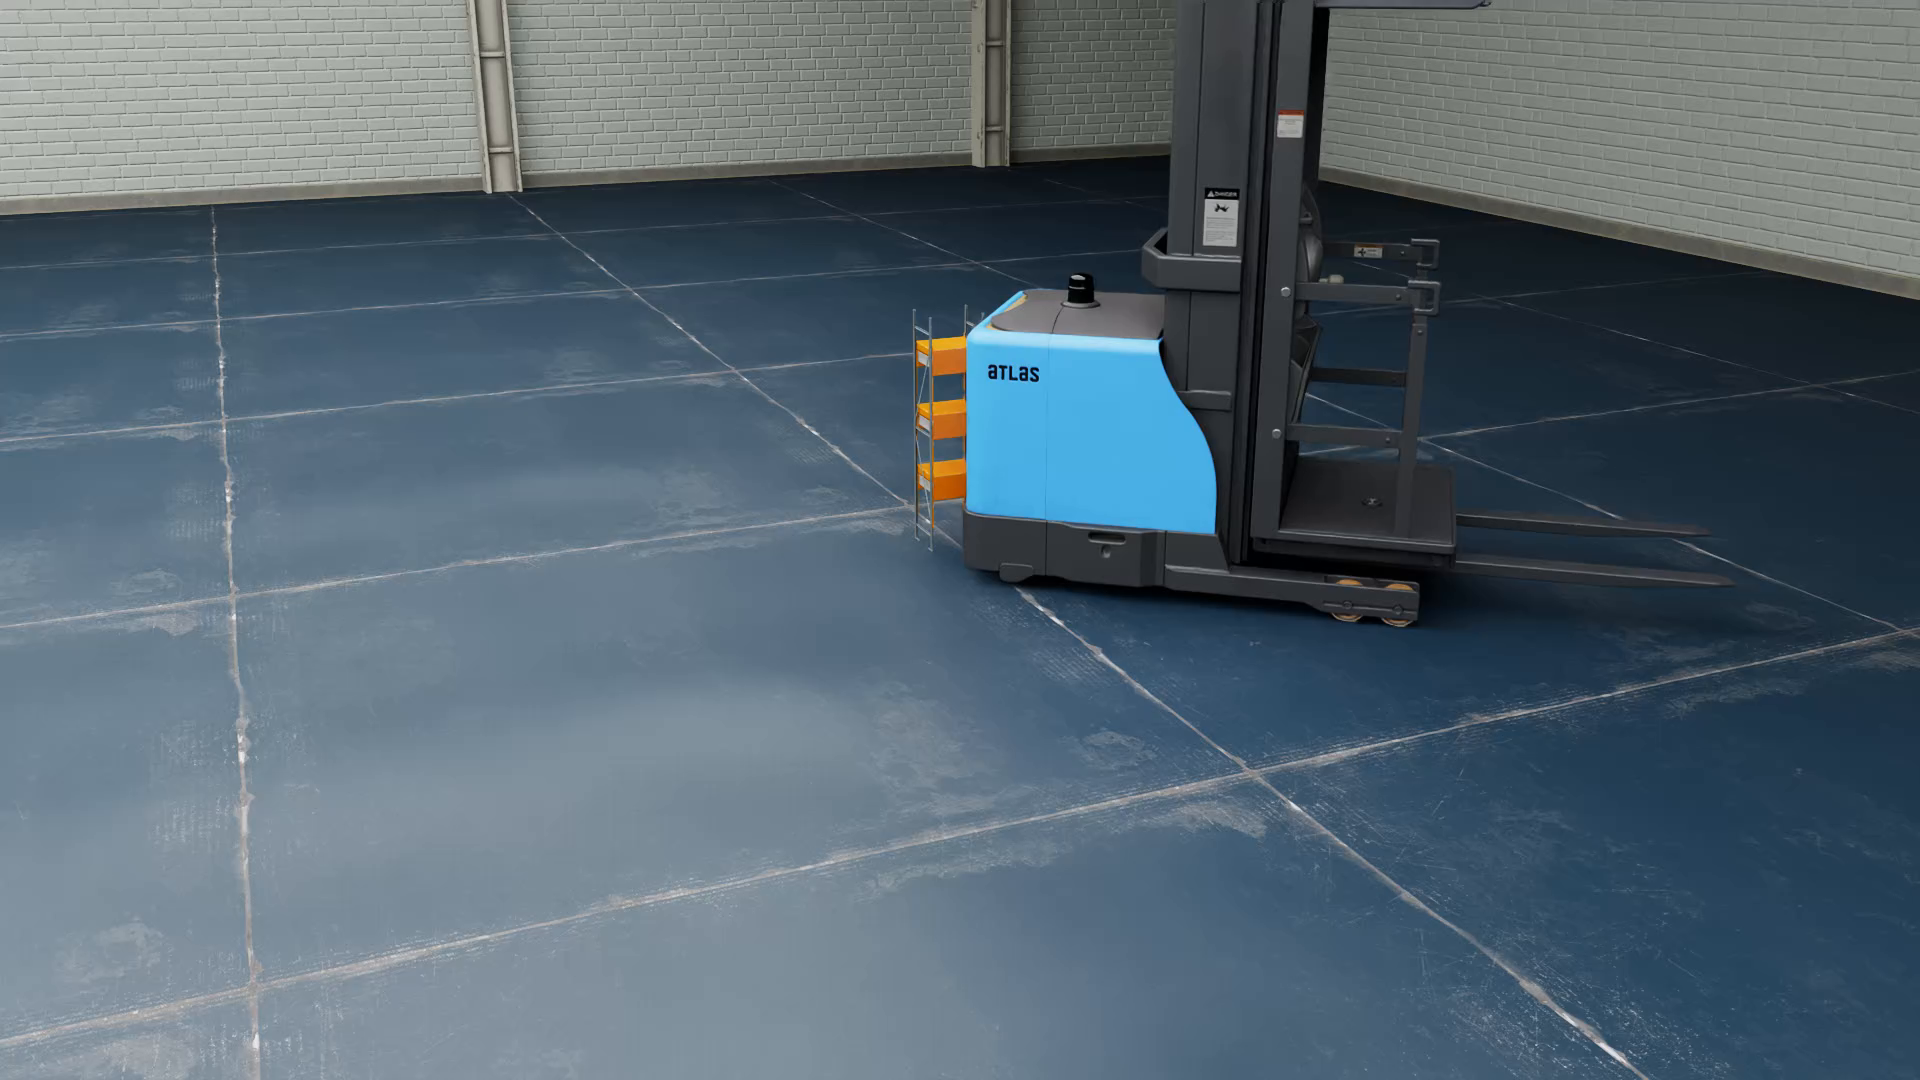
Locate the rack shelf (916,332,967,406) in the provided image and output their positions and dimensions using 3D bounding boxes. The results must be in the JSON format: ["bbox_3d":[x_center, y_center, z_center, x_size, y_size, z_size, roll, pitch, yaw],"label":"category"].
[{"bbox_3d":[-0.049,-0.746,7.237,0.240,0.259,0.215,-8,21,-22],"label":"rack shelf"}]

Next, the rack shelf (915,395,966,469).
[{"bbox_3d":[-0.049,-0.478,7.331,0.240,0.259,0.215,-8,21,-22],"label":"rack shelf"}]

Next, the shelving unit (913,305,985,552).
[{"bbox_3d":[-0.049,-0.488,7.328,0.252,1.050,0.215,-8,21,-22],"label":"shelving unit"}]

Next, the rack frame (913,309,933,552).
[{"bbox_3d":[-0.161,-0.472,7.282,0.008,1.050,0.200,-8,21,-22],"label":"rack frame"}]

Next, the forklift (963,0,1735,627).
[{"bbox_3d":[1.588,-1.237,6.621,3.031,2.935,1.130,5,20,14],"label":"forklift"}]

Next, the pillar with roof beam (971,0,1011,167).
[{"bbox_3d":[2.089,-7.640,15.670,0.400,9.000,9.100,-8,21,-22],"label":"pillar with roof beam"}]

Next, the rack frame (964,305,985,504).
[{"bbox_3d":[0.063,-0.504,7.373,0.008,1.050,0.200,-8,21,-22],"label":"rack frame"}]

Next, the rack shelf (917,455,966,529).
[{"bbox_3d":[-0.049,-0.216,7.424,0.240,0.259,0.215,-8,21,-22],"label":"rack shelf"}]

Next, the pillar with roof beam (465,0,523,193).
[{"bbox_3d":[-3.420,-6.851,13.429,0.400,9.000,9.100,-8,21,-22],"label":"pillar with roof beam"}]
